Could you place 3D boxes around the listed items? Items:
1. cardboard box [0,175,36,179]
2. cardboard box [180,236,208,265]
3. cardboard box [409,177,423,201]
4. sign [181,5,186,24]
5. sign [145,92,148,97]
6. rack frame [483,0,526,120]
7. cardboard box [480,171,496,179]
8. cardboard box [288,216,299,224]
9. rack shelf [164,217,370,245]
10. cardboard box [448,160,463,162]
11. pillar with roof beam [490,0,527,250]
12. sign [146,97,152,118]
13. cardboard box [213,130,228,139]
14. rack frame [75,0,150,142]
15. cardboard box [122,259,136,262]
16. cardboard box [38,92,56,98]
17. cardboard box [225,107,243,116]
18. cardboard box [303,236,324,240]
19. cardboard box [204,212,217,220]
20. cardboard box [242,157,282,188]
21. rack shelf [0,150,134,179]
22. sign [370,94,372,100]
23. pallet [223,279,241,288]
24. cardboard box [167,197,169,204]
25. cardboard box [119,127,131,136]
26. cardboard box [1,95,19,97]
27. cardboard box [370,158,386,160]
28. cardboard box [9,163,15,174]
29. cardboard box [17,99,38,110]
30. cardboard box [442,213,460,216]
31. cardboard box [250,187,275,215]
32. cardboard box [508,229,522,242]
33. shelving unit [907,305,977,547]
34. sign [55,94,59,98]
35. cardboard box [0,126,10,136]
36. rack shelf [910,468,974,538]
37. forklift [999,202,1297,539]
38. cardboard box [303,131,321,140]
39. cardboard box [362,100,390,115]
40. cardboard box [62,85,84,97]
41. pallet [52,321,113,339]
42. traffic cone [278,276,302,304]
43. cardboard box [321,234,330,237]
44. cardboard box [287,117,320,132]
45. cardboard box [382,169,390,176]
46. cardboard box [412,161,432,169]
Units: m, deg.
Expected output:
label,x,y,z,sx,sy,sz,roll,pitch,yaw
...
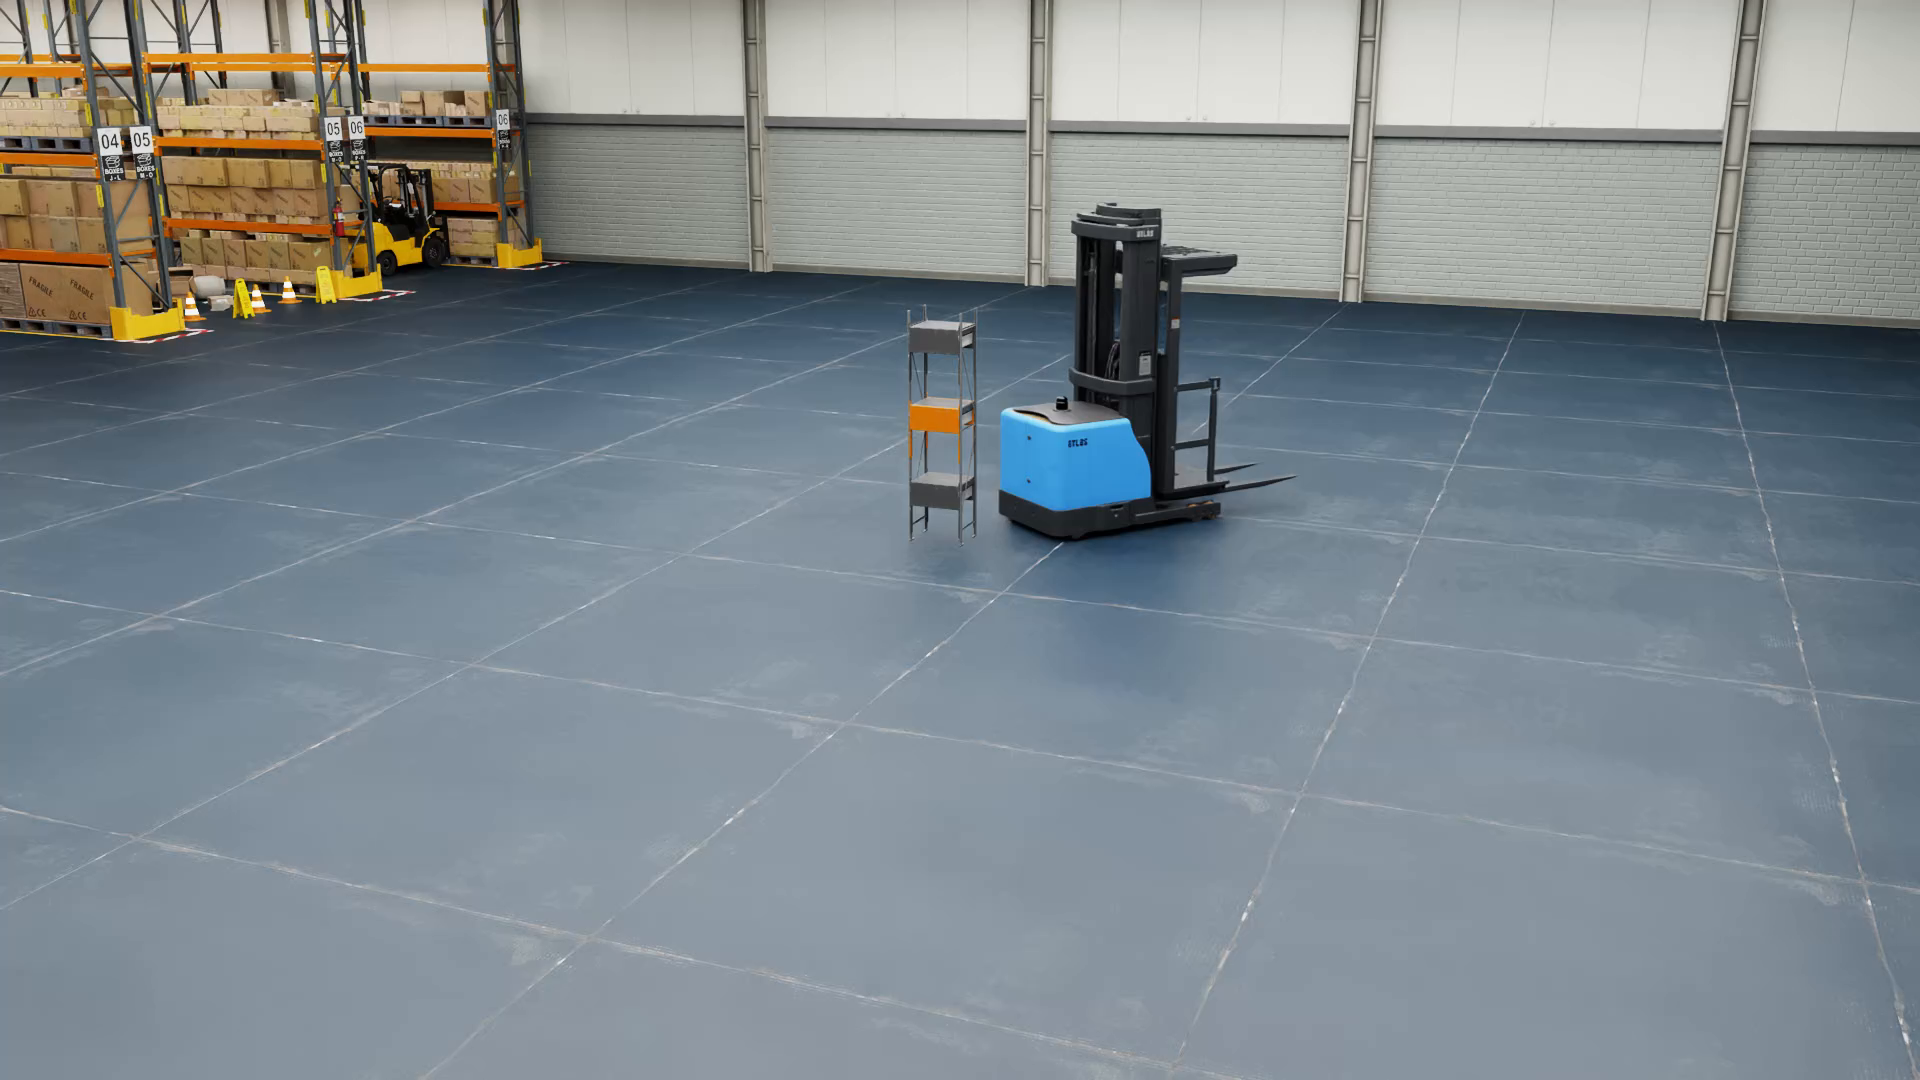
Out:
label,x,y,z,sx,sy,sz,roll,pitch,yaw
cardboard box,-15.282,-5.549,26.701,0.550,0.550,0.875,6,17,21
cardboard box,-14.447,-5.527,31.666,0.500,0.500,0.500,7,18,23
cardboard box,-11.340,-7.481,35.384,0.500,0.500,0.500,6,17,21
sign,-14.681,-9.923,31.395,0.005,0.325,0.100,6,17,21
sign,-15.097,-8.150,30.852,0.005,0.325,0.100,6,17,21
rack frame,-9.358,-10.176,34.084,0.127,3.000,1.000,6,17,21
cardboard box,-9.783,-7.617,34.688,0.250,0.149,0.380,7,17,21
cardboard box,-12.109,-5.898,30.560,0.250,0.149,0.380,6,17,20
rack shelf,-13.036,-5.866,31.290,4.000,0.370,1.077,6,17,21
cardboard box,-10.761,-8.048,35.638,0.250,0.149,0.380,6,17,19
pillar with roof beam,-11.255,-9.364,31.289,0.400,9.000,9.100,6,17,21
sign,-12.689,-6.754,25.970,0.005,0.325,0.100,6,17,21
cardboard box,-13.530,-7.486,30.650,0.250,0.149,0.380,6,17,20
rack frame,-12.898,-7.594,25.191,0.127,3.000,1.000,6,17,21
cardboard box,-15.522,-5.115,30.537,0.500,0.500,0.500,6,17,21
cardboard box,-21.079,-10.263,38.603,0.500,0.250,0.500,6,17,21
cardboard box,-13.247,-7.864,30.523,0.250,0.149,0.380,7,17,22
cardboard box,-12.335,-5.457,31.425,0.500,0.500,0.500,6,17,19
cardboard box,-13.992,-6.114,31.305,0.250,0.149,0.380,7,18,22
cardboard box,-12.711,-6.753,30.548,0.500,0.500,0.700,6,17,20
rack shelf,-14.759,-6.012,26.414,4.000,0.370,1.077,6,17,21
sign,-12.877,-9.575,36.325,0.005,0.325,0.100,6,17,21
pallet,-14.259,-5.017,32.078,1.213,0.211,1.003,6,17,21
cardboard box,-15.295,-6.636,32.348,0.250,0.149,0.380,7,17,21
cardboard box,-13.099,-6.401,25.979,0.250,0.149,0.380,6,17,21
cardboard box,-19.024,-8.517,32.811,0.637,0.503,0.797,5,17,17
cardboard box,-12.671,-8.252,36.342,0.250,0.149,0.380,6,17,21
cardboard box,-19.195,-7.339,33.099,0.500,0.500,0.500,6,17,19
cardboard box,-14.279,-6.716,25.634,0.250,0.149,0.380,6,17,21
cardboard box,-11.137,-6.913,35.990,0.500,0.250,0.500,6,17,20
cardboard box,-12.710,-6.286,30.735,0.500,0.500,0.500,6,17,20
cardboard box,-9.719,-6.518,35.527,0.500,0.250,0.500,7,17,22
shelving unit,-0.154,-1.025,14.939,0.503,2.100,0.431,6,17,21
sign,-20.713,-10.069,38.171,0.005,0.325,0.100,6,17,21
cardboard box,-14.750,-6.385,25.924,0.250,0.149,0.380,7,17,21
rack shelf,-0.154,-0.340,15.138,0.480,0.518,0.431,6,17,21
forklift,1.897,-1.698,15.765,3.031,2.935,1.130,-9,19,-29
cardboard box,-11.610,-7.291,29.978,0.250,0.149,0.380,6,17,21
cardboard box,-12.395,-9.203,35.341,0.500,0.311,0.500,7,17,22
cardboard box,-20.369,-10.312,38.176,0.258,0.266,0.396,6,17,20
pallet,-13.671,-3.435,26.628,1.213,0.211,1.003,6,17,21
traffic cone,-12.049,-4.498,29.838,0.334,0.463,0.336,6,17,21
cardboard box,-13.568,-6.816,36.776,0.625,0.625,0.875,7,18,23
cardboard box,-11.751,-7.501,29.986,0.500,0.250,0.500,6,17,20
cardboard box,-12.183,-7.873,35.568,0.250,0.149,0.380,7,17,22
cardboard box,-11.425,-7.965,35.352,0.250,0.149,0.380,6,17,21
